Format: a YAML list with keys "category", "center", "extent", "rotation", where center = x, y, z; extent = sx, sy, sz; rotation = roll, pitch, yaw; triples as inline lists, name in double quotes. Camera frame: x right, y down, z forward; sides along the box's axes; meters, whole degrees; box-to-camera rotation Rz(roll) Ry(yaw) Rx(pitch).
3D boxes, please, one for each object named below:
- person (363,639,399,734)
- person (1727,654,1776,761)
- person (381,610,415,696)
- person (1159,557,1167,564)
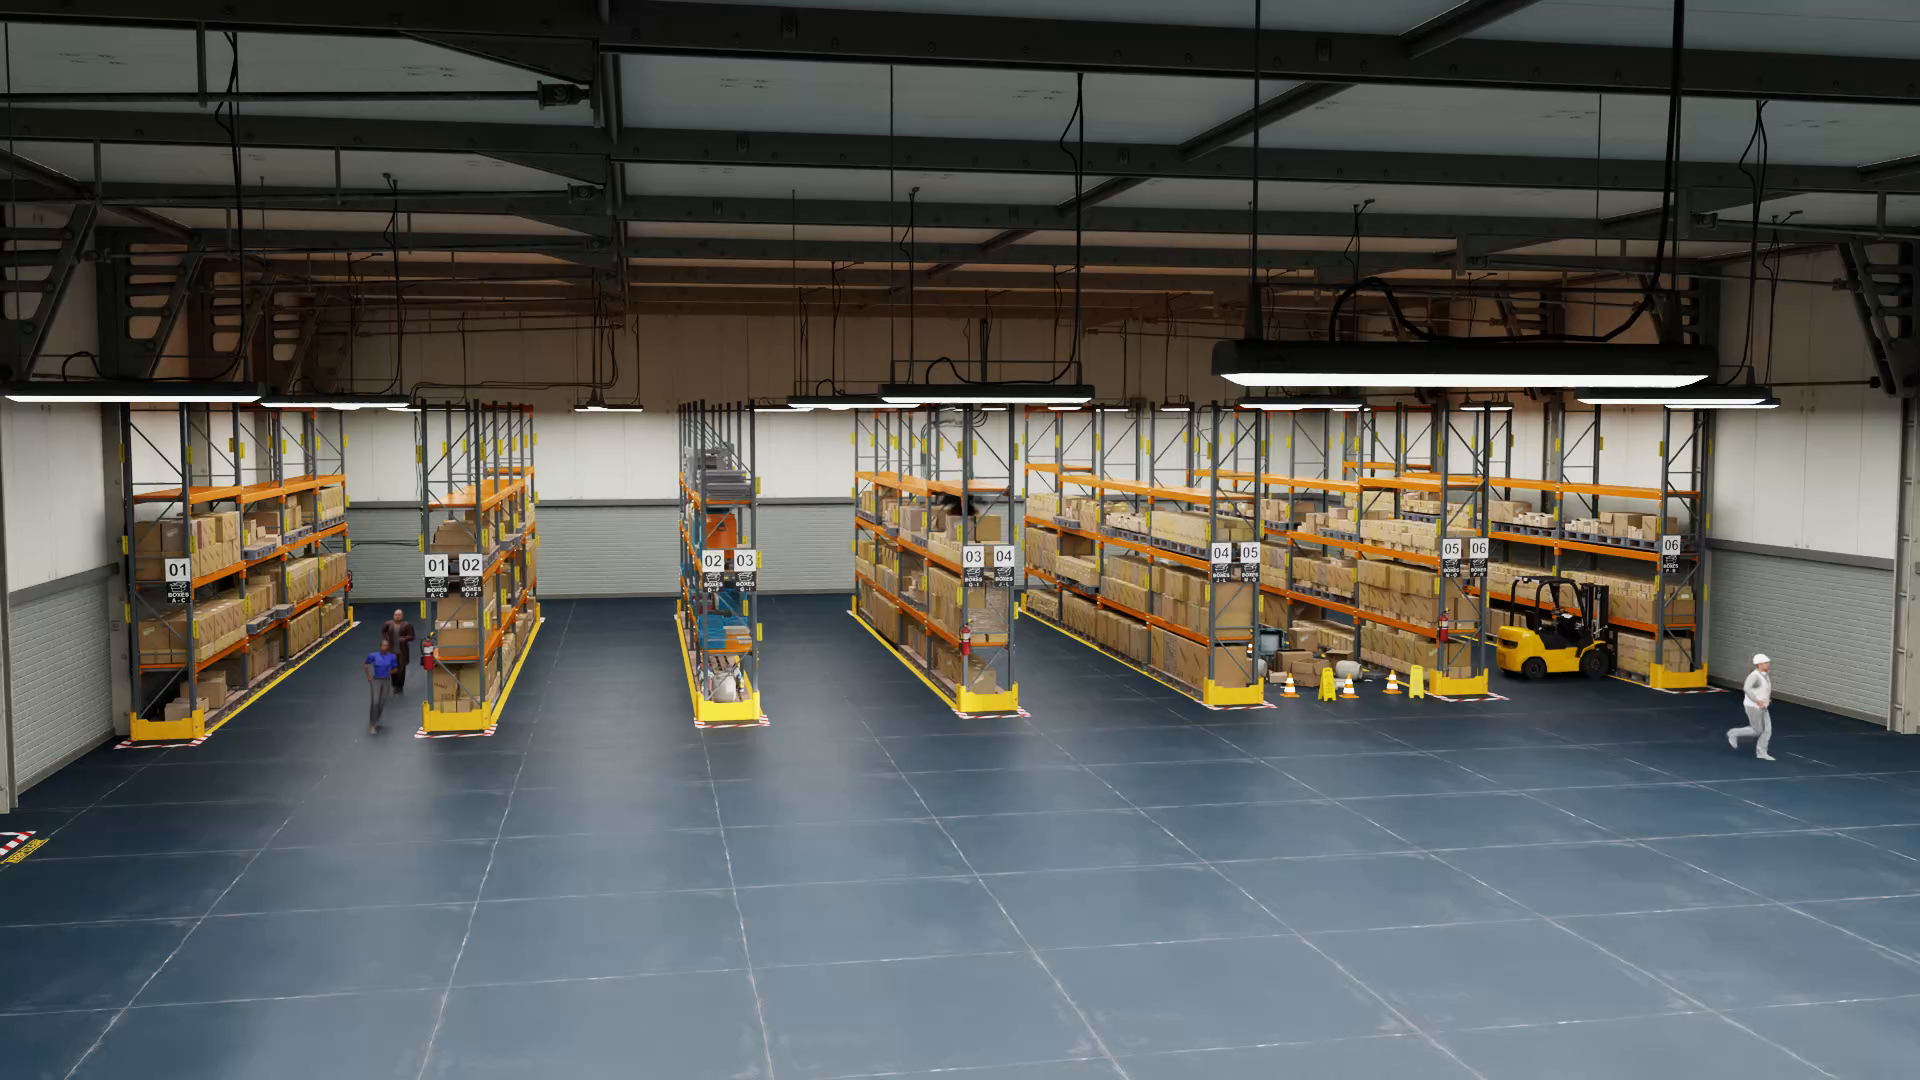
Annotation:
- category: "person"
  center: [-10.504, 2.654, 30.214]
  extent: [0.578, 1.690, 0.747]
  rotation: [-3, 5, -30]
- category: "person"
  center: [13.261, 2.770, 27.768]
  extent: [0.790, 1.757, 0.684]
  rotation: [4, 6, 44]
- category: "person"
  center: [-11.449, 2.291, 33.874]
  extent: [0.691, 1.763, 0.799]
  rotation: [-1, 4, -11]
- category: "person"
  center: [6.197, 1.085, 50.851]
  extent: [0.583, 1.641, 0.612]
  rotation: [0, 4, 0]
